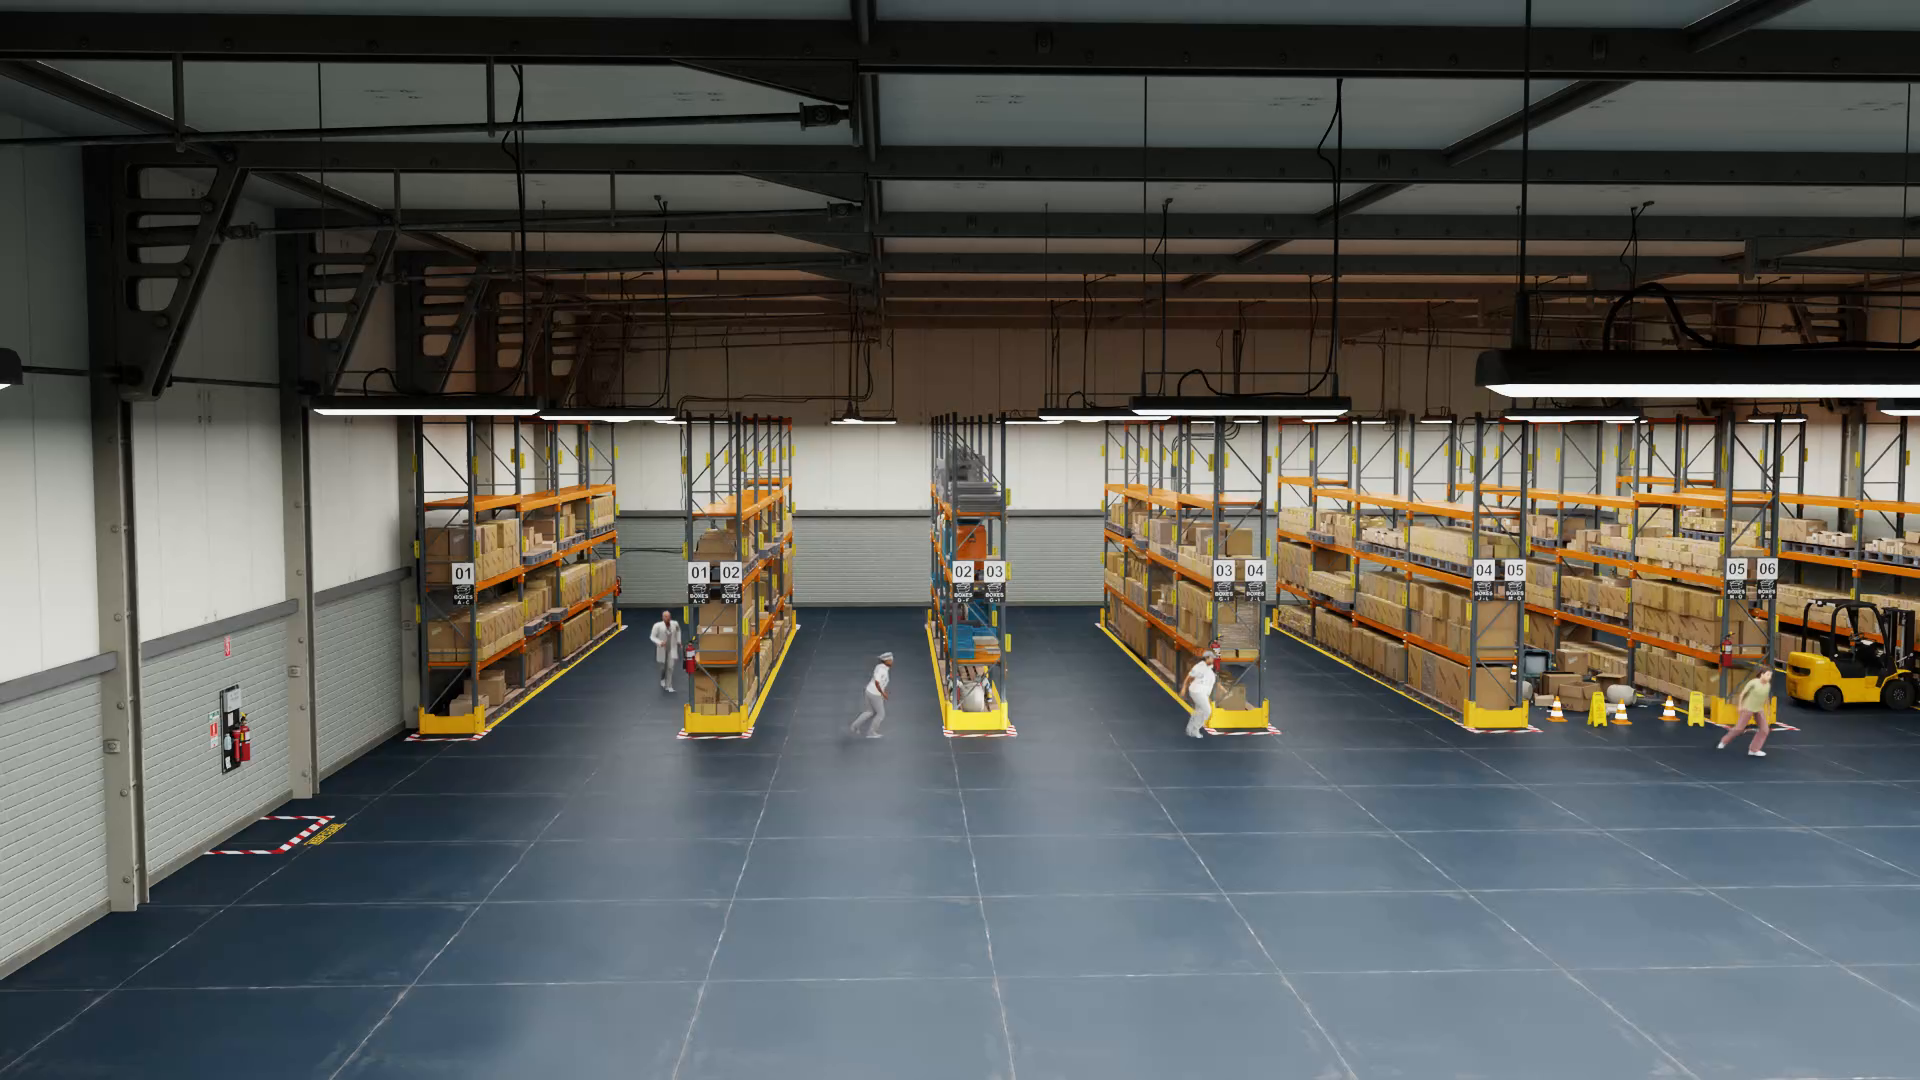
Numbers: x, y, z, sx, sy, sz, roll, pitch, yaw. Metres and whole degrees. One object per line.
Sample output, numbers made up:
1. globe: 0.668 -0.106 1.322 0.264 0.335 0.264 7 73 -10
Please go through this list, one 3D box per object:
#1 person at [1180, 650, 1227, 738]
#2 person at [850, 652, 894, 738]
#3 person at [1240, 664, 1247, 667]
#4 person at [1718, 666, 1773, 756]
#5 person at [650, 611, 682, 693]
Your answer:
1. person: 4.492 2.830 30.569 0.772 1.623 0.580 3 5 39
2. person: -1.621 2.853 30.613 0.796 1.585 0.583 -1 4 -11
3. person: 6.726 2.141 39.716 0.755 1.747 0.712 0 4 2
4. person: 13.731 2.957 29.014 0.779 1.568 0.731 -1 4 -14
5. person: -6.395 2.396 36.129 0.692 1.748 0.973 -1 4 -17
